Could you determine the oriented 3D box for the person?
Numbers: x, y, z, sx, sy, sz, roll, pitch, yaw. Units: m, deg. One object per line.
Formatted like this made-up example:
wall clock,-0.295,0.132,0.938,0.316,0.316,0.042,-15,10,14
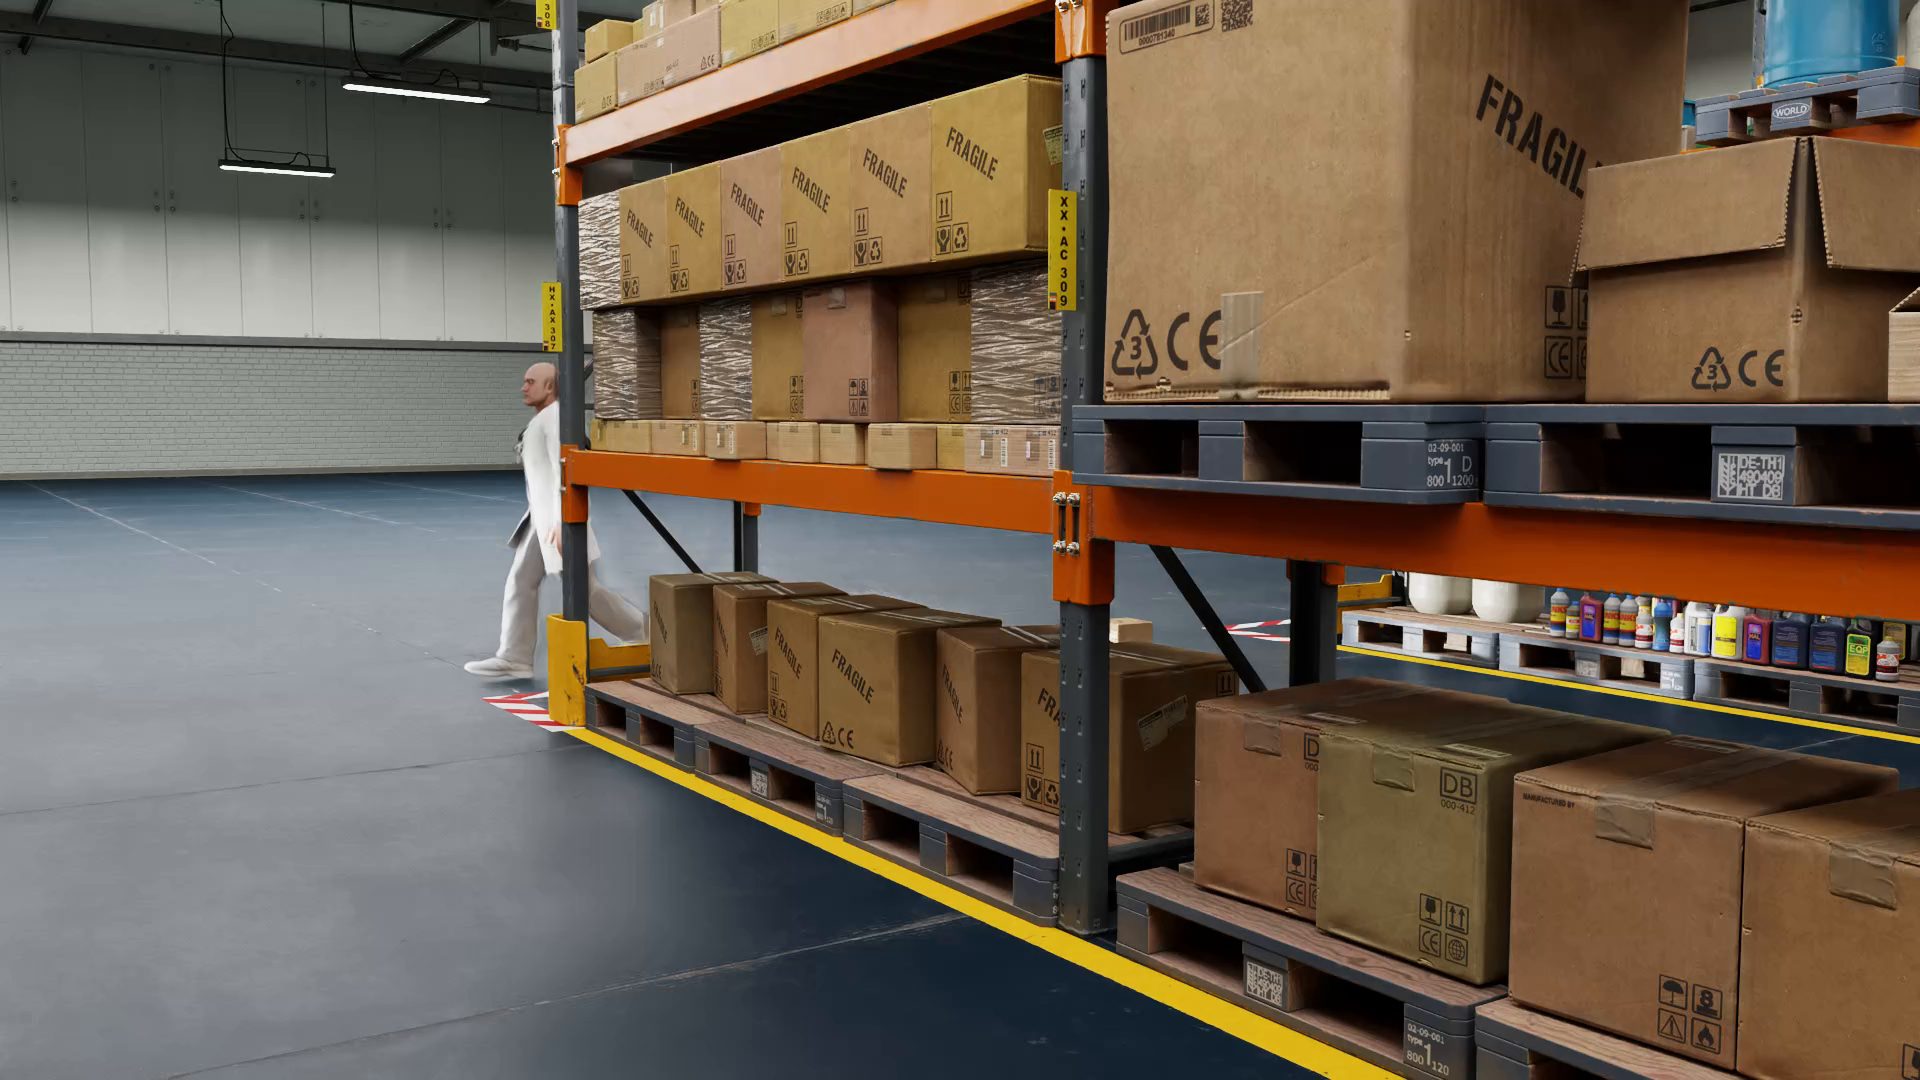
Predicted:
person,-2.183,-0.104,9.188,1.081,1.740,0.600,-2,5,-27
